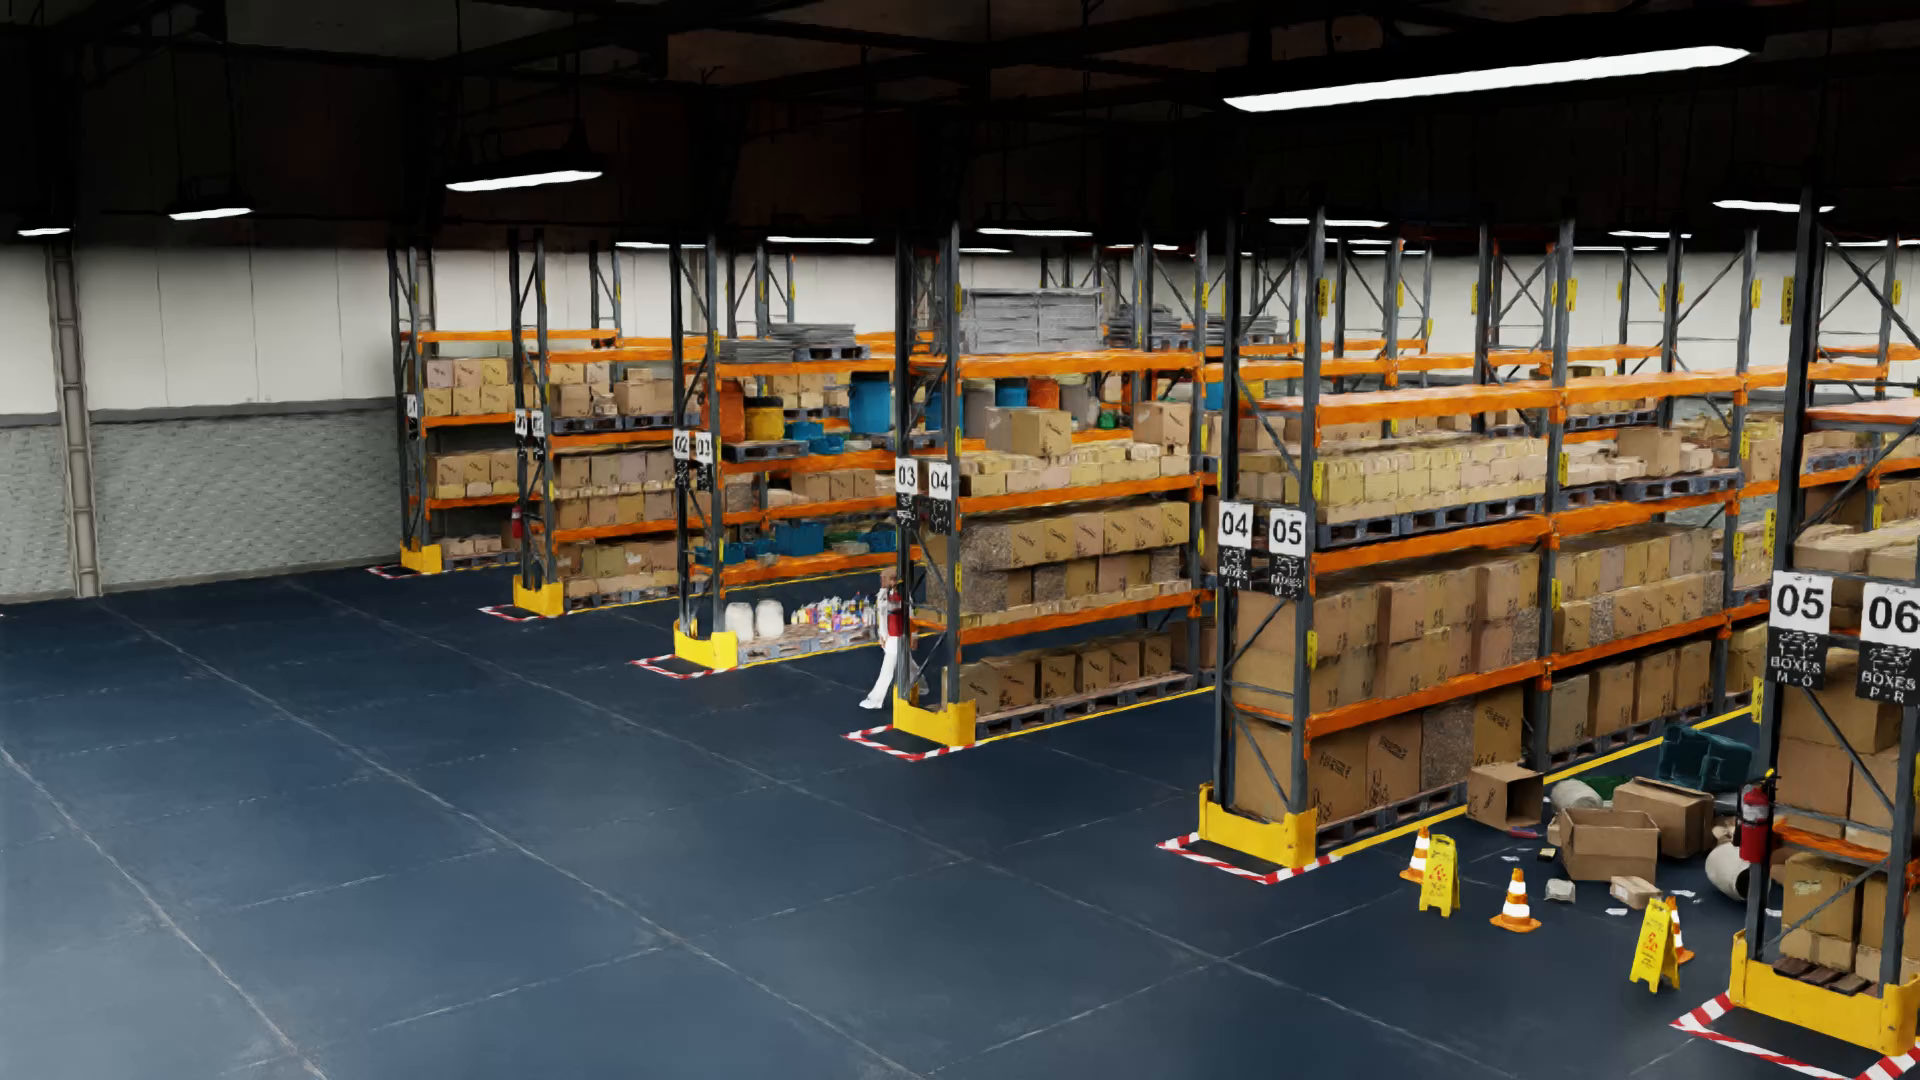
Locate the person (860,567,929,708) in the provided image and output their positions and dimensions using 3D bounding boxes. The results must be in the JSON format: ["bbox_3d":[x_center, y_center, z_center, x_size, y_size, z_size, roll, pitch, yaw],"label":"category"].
[{"bbox_3d":[-0.851,1.157,20.488,1.154,1.675,0.599,-6,11,-35],"label":"person"}]
